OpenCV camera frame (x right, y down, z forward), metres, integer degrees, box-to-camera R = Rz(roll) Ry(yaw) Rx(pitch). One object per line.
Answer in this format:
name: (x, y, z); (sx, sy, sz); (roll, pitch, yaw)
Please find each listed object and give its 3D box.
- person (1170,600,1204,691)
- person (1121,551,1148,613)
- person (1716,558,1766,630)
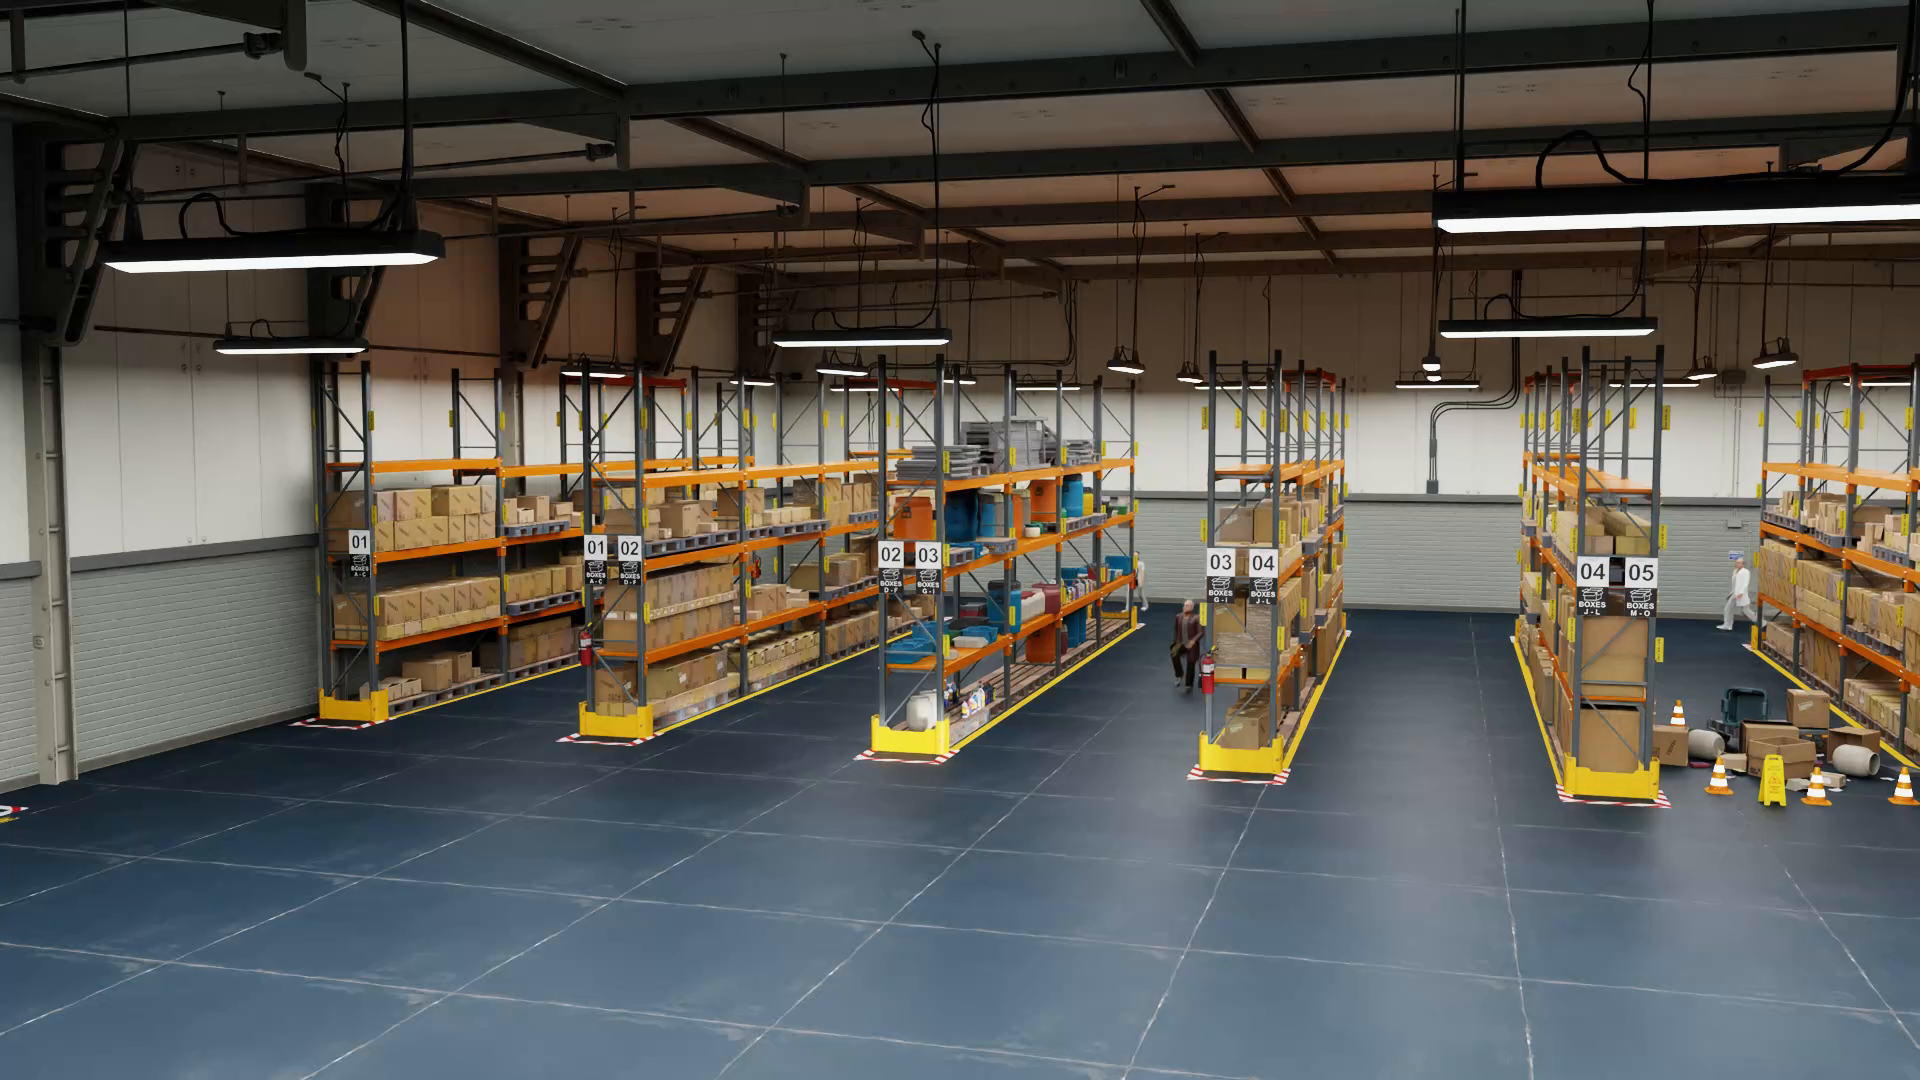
person: (4.174, 1.950, 30.447); (0.604, 1.714, 0.936); (1, 4, 17)
person: (4.580, 1.099, 43.248); (0.471, 1.625, 1.055); (2, 5, 28)
person: (18.637, 1.297, 39.659); (1.070, 1.732, 0.645); (0, 4, 7)
